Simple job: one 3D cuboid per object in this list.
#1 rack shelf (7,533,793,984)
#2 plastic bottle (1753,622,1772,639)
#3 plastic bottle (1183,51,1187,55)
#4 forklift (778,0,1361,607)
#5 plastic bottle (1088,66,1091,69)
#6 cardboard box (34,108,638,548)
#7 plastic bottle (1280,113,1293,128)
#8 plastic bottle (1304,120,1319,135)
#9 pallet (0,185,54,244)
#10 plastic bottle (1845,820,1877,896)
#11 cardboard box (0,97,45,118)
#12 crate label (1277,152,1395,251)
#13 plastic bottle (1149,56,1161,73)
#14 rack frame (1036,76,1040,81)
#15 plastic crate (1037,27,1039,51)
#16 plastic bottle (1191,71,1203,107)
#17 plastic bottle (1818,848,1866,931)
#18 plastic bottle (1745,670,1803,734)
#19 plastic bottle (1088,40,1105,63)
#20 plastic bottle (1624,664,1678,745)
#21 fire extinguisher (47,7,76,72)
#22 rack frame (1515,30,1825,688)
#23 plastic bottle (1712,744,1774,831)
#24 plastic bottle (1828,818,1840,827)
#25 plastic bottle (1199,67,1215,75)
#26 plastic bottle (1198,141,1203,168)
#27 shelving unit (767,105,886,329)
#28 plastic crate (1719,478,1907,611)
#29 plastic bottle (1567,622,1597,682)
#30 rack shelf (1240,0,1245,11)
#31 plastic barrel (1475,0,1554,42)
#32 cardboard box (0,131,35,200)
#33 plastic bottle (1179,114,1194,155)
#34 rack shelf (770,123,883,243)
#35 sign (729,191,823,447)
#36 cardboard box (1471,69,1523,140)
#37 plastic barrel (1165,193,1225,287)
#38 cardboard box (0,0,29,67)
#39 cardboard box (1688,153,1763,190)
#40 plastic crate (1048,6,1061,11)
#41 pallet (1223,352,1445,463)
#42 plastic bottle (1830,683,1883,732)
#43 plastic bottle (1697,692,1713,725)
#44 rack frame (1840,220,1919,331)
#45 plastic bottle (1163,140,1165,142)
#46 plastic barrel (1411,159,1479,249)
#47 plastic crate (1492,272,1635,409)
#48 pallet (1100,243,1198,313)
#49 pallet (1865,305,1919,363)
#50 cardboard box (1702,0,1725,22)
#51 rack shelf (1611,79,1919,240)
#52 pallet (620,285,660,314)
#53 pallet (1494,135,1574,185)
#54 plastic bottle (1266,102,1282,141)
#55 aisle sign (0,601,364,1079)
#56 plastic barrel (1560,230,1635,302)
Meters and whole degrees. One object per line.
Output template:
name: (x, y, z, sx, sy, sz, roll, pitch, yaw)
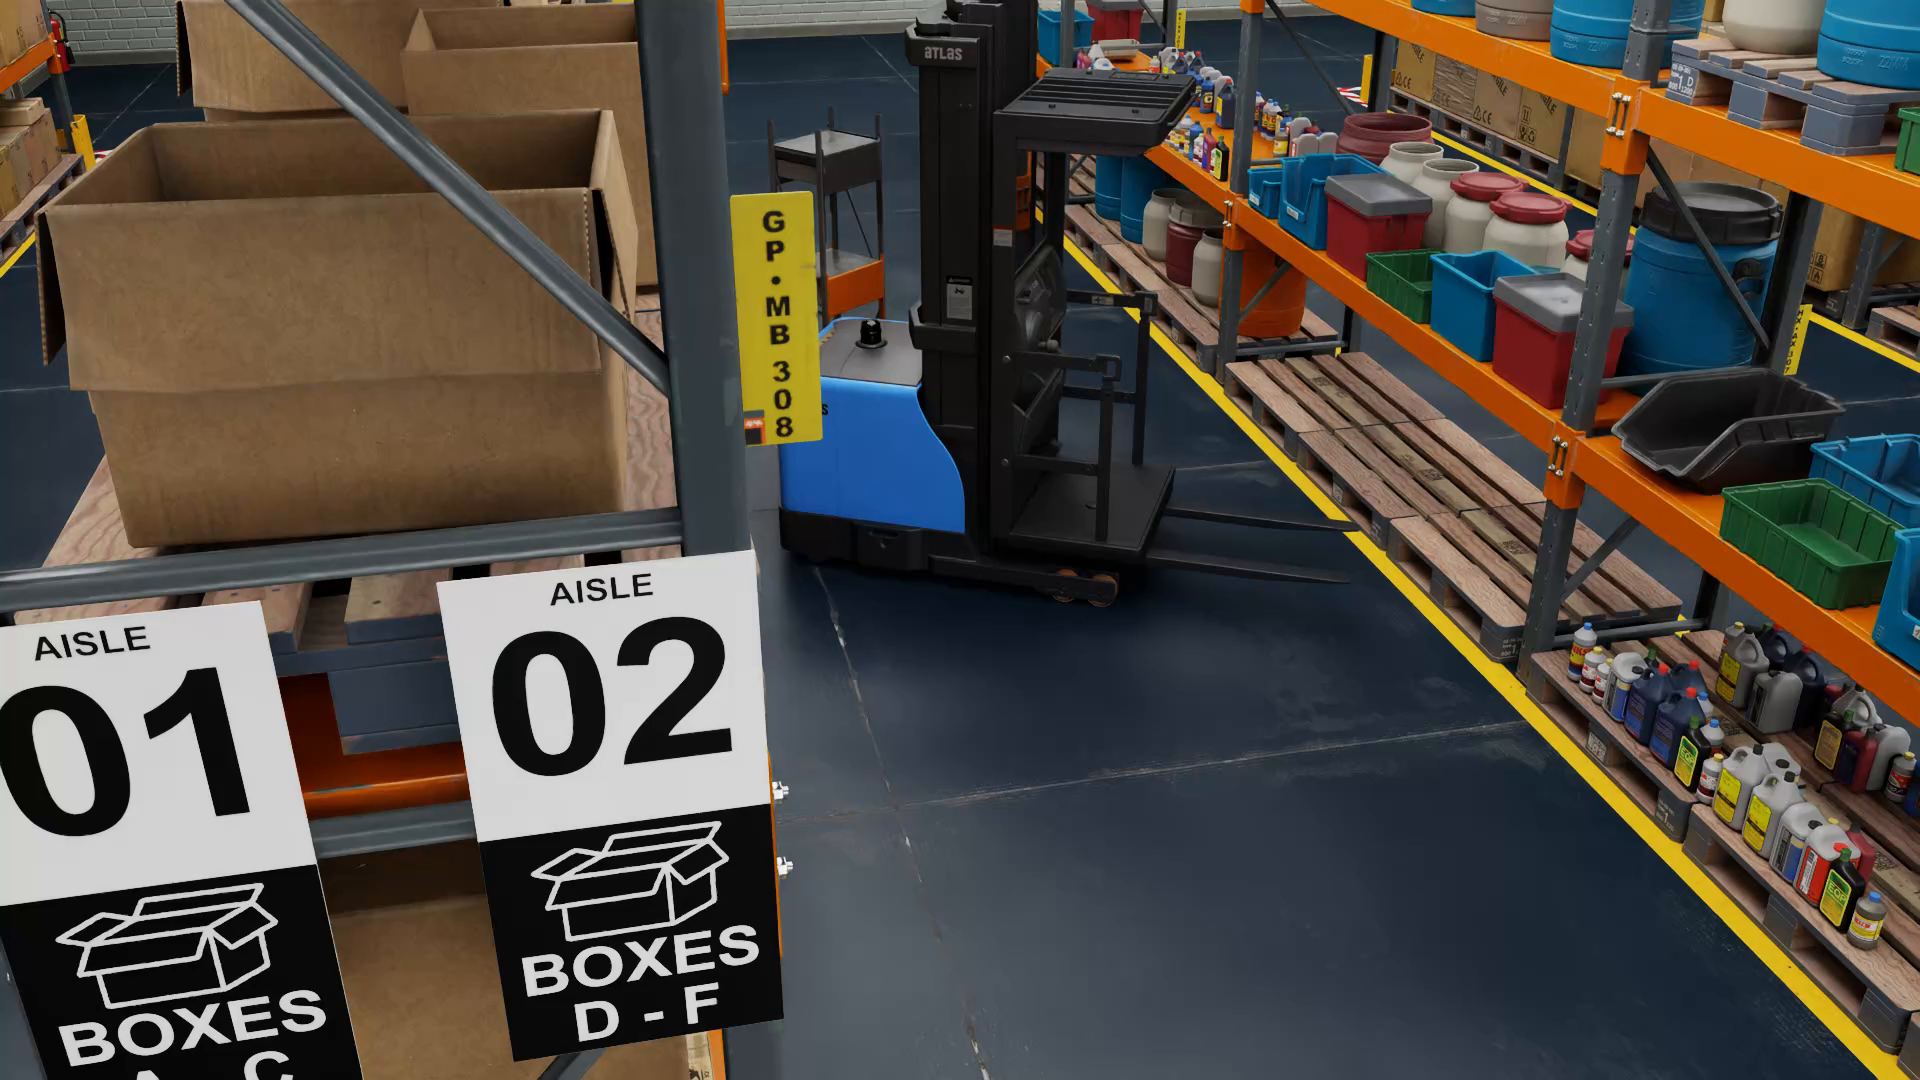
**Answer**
rack shelf: (-1.220, -0.348, 4.081, 1.077, 0.370, 4.000, -6, 27, -12)
plastic bottle: (3.586, 0.484, 7.488, 0.061, 0.283, 0.133, -5, 27, -9)
plastic bottle: (1.854, -3.933, 13.842, 0.061, 0.283, 0.133, -6, 27, -12)
forklift: (0.599, -1.230, 8.435, 3.031, 2.935, 1.130, 7, 28, 14)
plastic bottle: (1.094, -3.821, 13.713, 0.097, 0.201, 0.097, 0, 27, 0)
cardboard box: (-0.894, -0.340, 2.530, 0.797, 0.503, 0.637, -4, 27, -8)
plastic bottle: (2.309, -2.882, 11.773, 0.097, 0.271, 0.097, 0, 27, 0)
plastic bottle: (2.443, -2.785, 11.569, 0.061, 0.283, 0.133, -6, 27, -12)
pallet: (-8.672, -2.849, 14.661, 1.003, 0.211, 1.213, -6, 27, -12)
plastic bottle: (3.290, 1.176, 6.117, 0.061, 0.283, 0.133, -6, 27, -12)
cardboard box: (-8.738, -3.998, 15.430, 0.380, 0.149, 0.250, -6, 27, -12)
crate label: (2.215, -2.018, 9.880, 0.502, 0.435, 0.616, -6, 27, -12)
plastic bottle: (1.640, -3.972, 14.011, 0.097, 0.201, 0.097, 0, 27, 0)
rack frame: (0.452, -5.978, 17.764, 1.000, 3.000, 0.127, -6, 27, -12)
plastic crate: (0.840, -4.590, 15.253, 0.437, 0.125, 0.590, -6, 27, -12)
plastic bottle: (1.866, -3.562, 13.122, 0.097, 0.271, 0.097, 0, 27, 0)
plastic bottle: (3.173, 1.251, 5.968, 0.061, 0.283, 0.133, -5, 27, -10)
plastic bottle: (3.487, 0.674, 7.121, 0.152, 0.276, 0.135, -6, 27, -12)
plastic bottle: (1.126, -3.995, 13.890, 0.144, 0.351, 0.185, -6, 27, -12)
plastic bottle: (2.934, 0.673, 7.040, 0.144, 0.351, 0.185, -5, 27, -10)
fire extinguisher: (-8.784, -4.884, 16.097, 0.296, 0.674, 0.183, -6, 27, -12)
rack frame: (3.156, -0.710, 7.327, 1.000, 3.000, 0.127, -6, 27, -12)
plastic bottle: (3.072, 0.942, 6.506, 0.144, 0.351, 0.185, -6, 27, -12)
plastic bottle: (3.273, 1.142, 6.276, 0.097, 0.201, 0.097, 0, 27, 0)
plastic bottle: (1.953, -3.644, 13.279, 0.152, 0.276, 0.135, -6, 27, -12)
plastic bottle: (1.688, -2.665, 11.422, 0.097, 0.201, 0.097, 0, 27, 0)
shelving unit: (-0.753, -1.413, 9.719, 0.431, 2.100, 0.503, 20, 33, 34)
plastic crate: (3.187, 0.009, 6.138, 0.450, 0.188, 0.662, -6, 27, -12)
plastic bottle: (2.801, 0.496, 7.478, 0.097, 0.271, 0.097, 0, 27, 0)
rack shelf: (1.804, -4.362, 12.032, 1.077, 0.370, 4.000, -6, 27, -12)
plastic barrel: (2.683, -2.761, 7.506, 0.600, 0.901, 0.600, 0, 27, 0)
cardboard box: (-8.718, -3.306, 14.779, 0.700, 0.500, 0.500, -7, 28, -13)
plastic bottle: (1.600, -2.867, 11.745, 0.097, 0.271, 0.097, 0, 27, 0)
rack shelf: (-0.753, -2.026, 9.410, 0.431, 0.518, 0.480, 20, 33, 34)
sign: (-0.227, -0.271, 2.071, 0.100, 0.325, 0.005, -6, 27, -12)
cardboard box: (5.906, -4.657, 17.039, 0.875, 0.875, 0.875, -6, 27, -12)
plastic barrel: (1.874, -2.286, 12.659, 0.600, 0.588, 0.708, -6, 27, -12)
cardboard box: (-8.901, -4.565, 14.632, 0.980, 0.700, 0.700, -6, 27, -12)
cardboard box: (6.752, -2.905, 13.568, 1.225, 0.875, 0.875, -6, 27, -11)
plastic crate: (1.035, -5.171, 16.391, 0.298, 0.136, 0.250, -6, 27, -12)
pallet: (2.392, -0.877, 10.753, 1.003, 0.211, 1.213, -6, 27, -12)
plastic bottle: (3.698, 0.756, 6.875, 0.144, 0.351, 0.185, -6, 27, -12)
plastic bottle: (3.084, 0.760, 6.956, 0.097, 0.271, 0.097, 0, 27, 0)
rack frame: (7.081, -2.969, 11.803, 1.000, 3.000, 0.127, -6, 27, -12)
plastic bottle: (1.491, -3.050, 12.093, 0.061, 0.283, 0.133, -6, 27, -12)
plastic barrel: (2.790, -1.901, 9.563, 0.421, 0.512, 0.421, 0, 27, 0)
plastic crate: (2.749, -0.920, 7.672, 0.402, 0.464, 0.583, -6, 27, -12)
pallet: (1.765, -2.097, 13.171, 1.003, 0.211, 1.213, -6, 27, -12)
pallet: (7.255, -1.381, 11.751, 1.003, 0.211, 1.213, -6, 27, -12)
cardboard box: (6.474, -4.635, 13.880, 0.797, 0.503, 0.637, -6, 27, -11)
rack shelf: (3.607, -0.850, 5.074, 1.077, 0.370, 4.000, -6, 27, -12)
pallet: (-1.181, -0.602, 3.882, 1.003, 0.211, 1.213, -6, 27, -12)
pallet: (6.084, -3.822, 16.587, 1.003, 0.211, 1.213, -6, 27, -12)
plastic bottle: (2.287, -3.048, 12.102, 0.097, 0.271, 0.097, 0, 27, 0)
aisle sign: (-1.040, 0.446, 2.153, 0.394, 0.787, 0.004, -6, 27, -12)
plastic barrel: (3.155, -1.213, 8.173, 0.433, 0.535, 0.433, 0, 27, 0)
